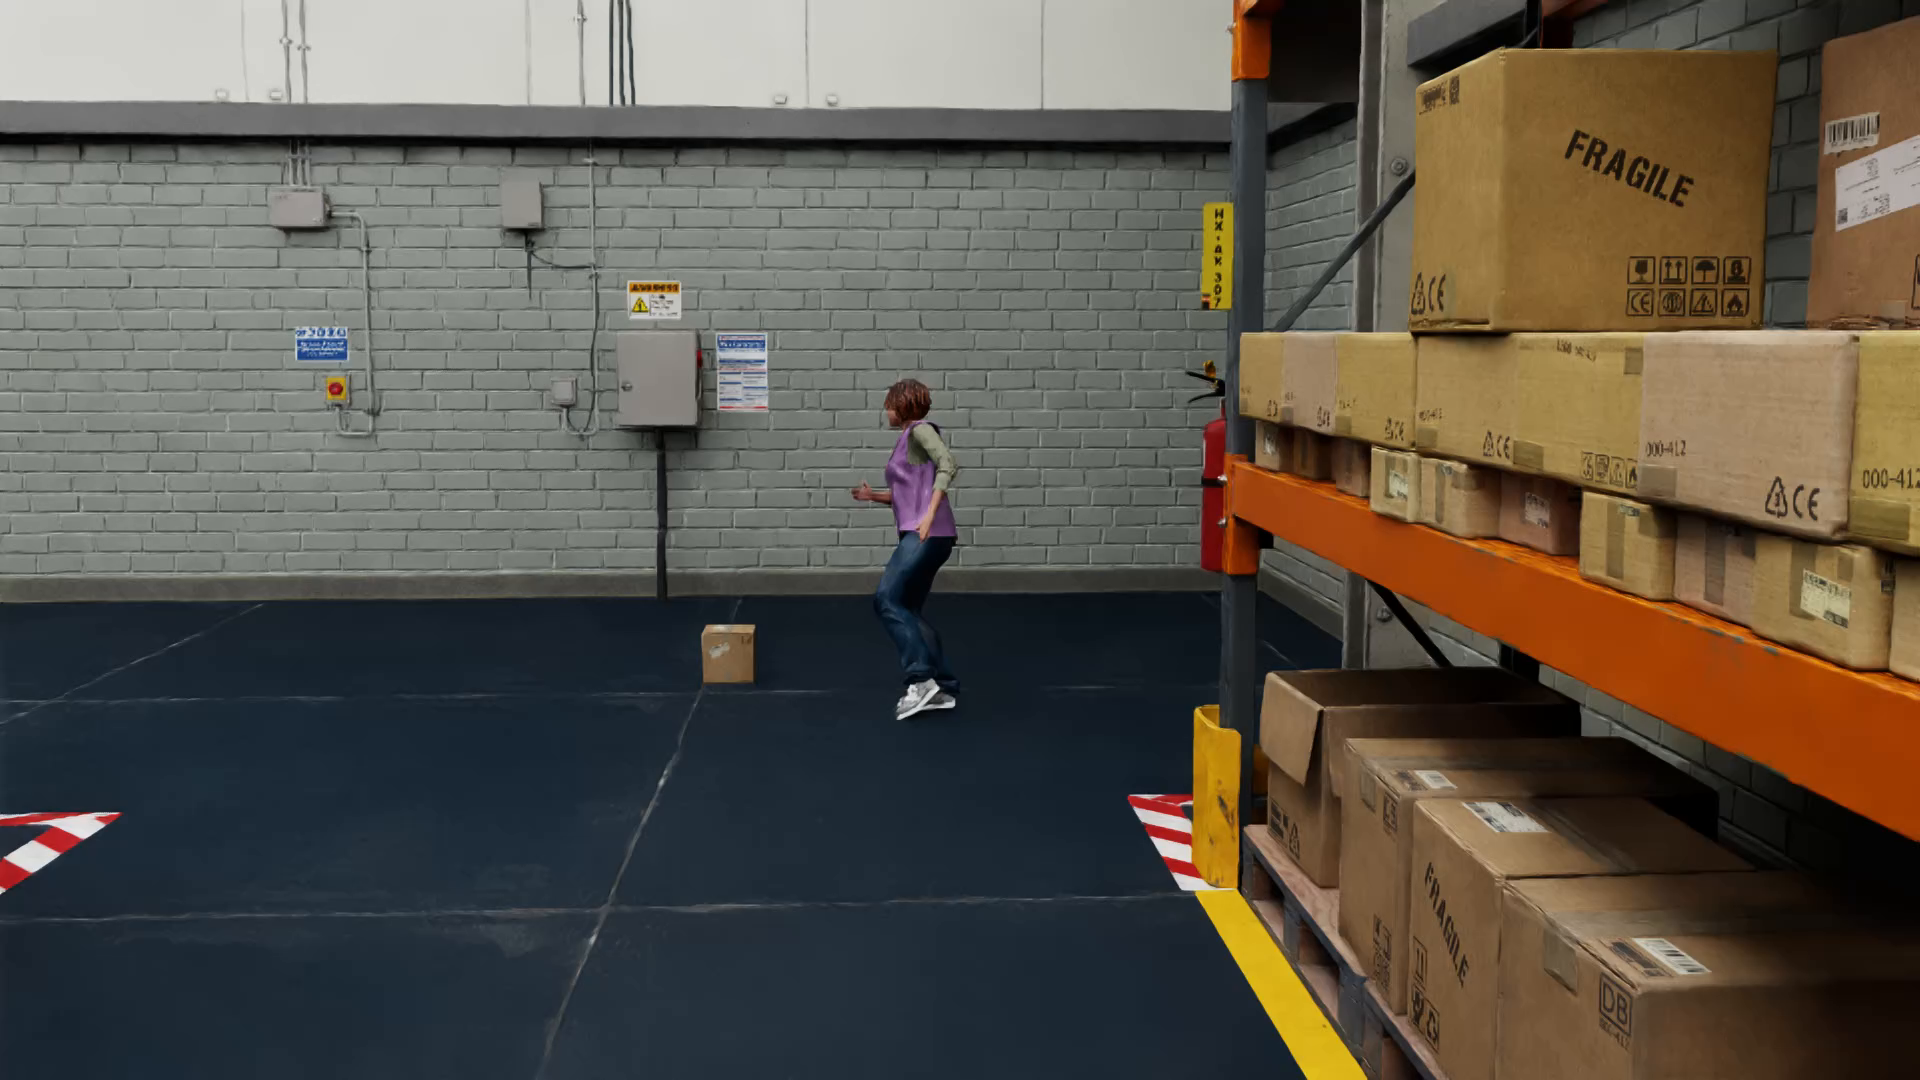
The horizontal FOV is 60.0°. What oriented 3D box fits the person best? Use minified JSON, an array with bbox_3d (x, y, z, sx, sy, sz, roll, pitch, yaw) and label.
[{"bbox_3d":[-0.245,0.015,7.610,0.500,1.486,0.783,-1,7,-7],"label":"person"}]
